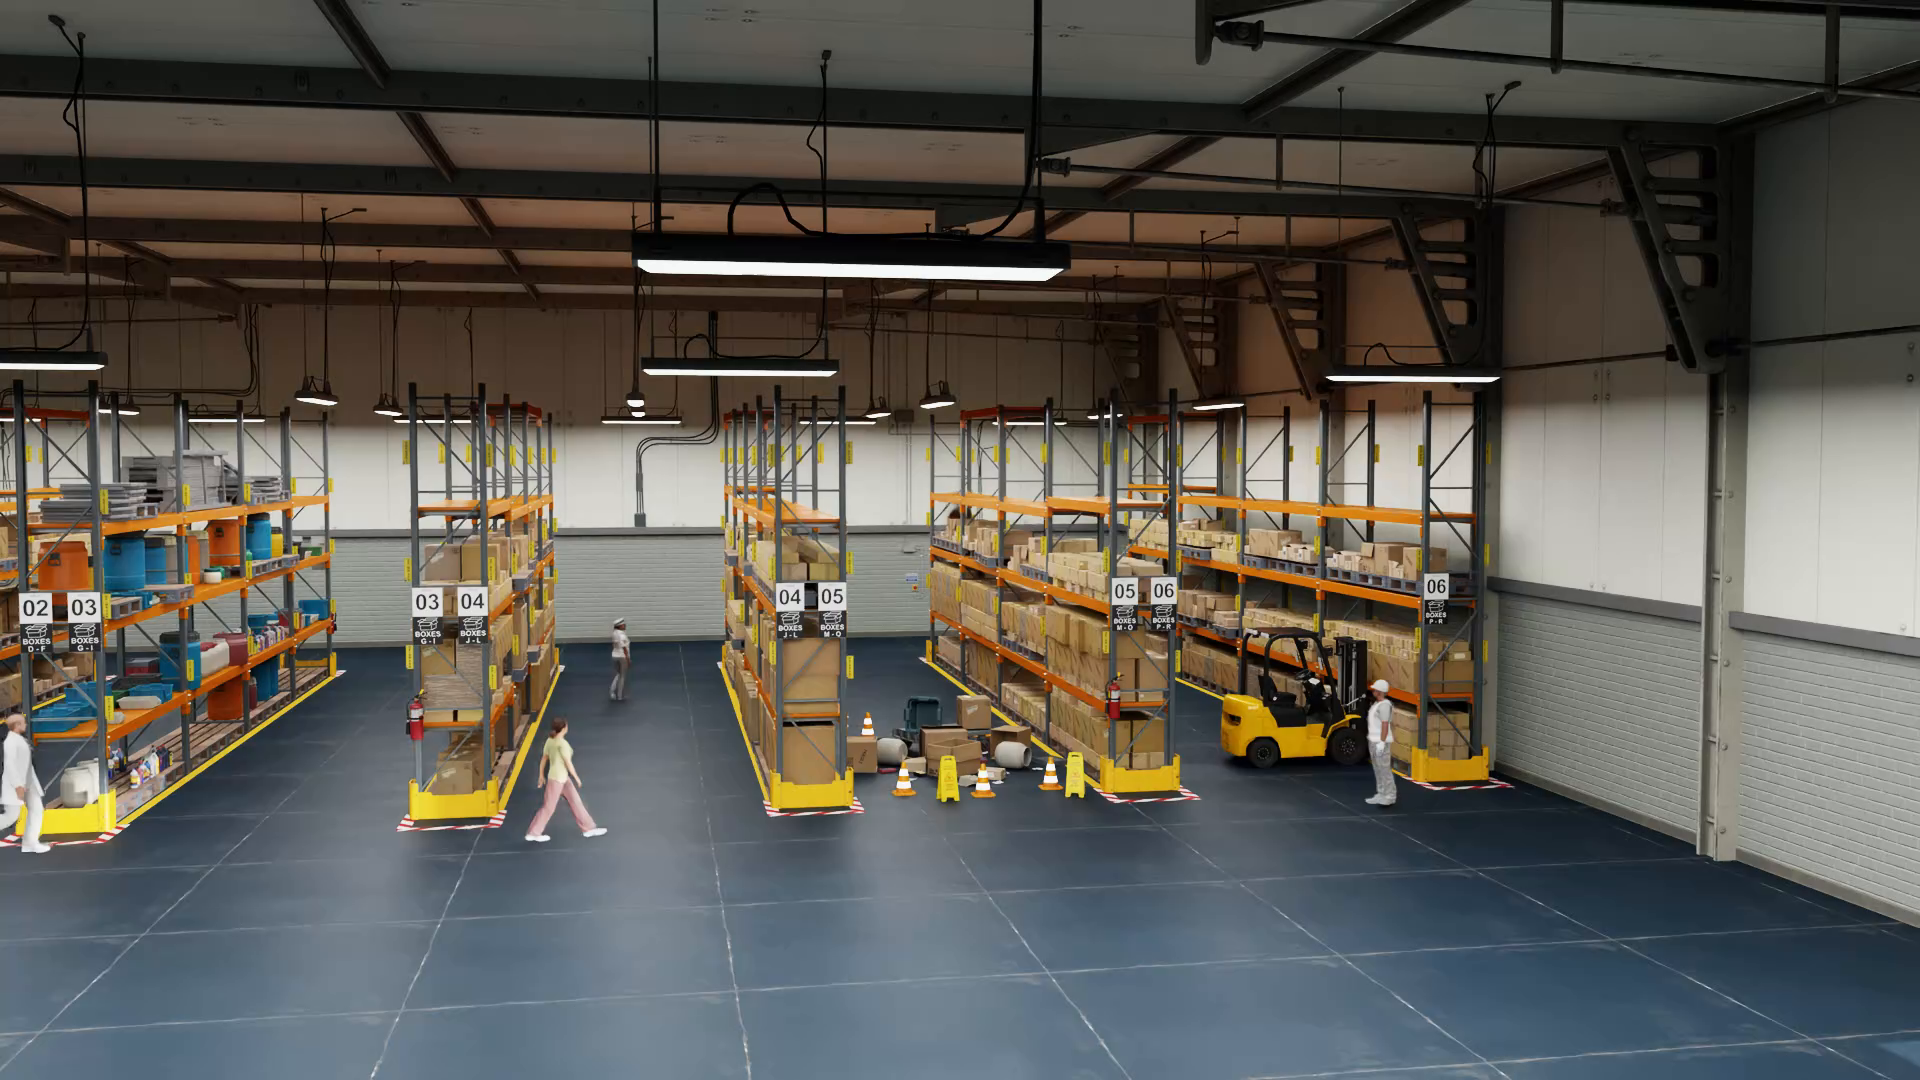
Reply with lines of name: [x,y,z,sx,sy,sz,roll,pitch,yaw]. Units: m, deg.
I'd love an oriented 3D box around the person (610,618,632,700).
person: [-6.917,2.425,33.952,0.465,1.693,0.447,2,3,32]

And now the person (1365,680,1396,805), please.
person: [6.039,2.902,23.815,0.416,1.801,0.605,0,3,-6]

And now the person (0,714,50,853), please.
person: [-11.882,3.056,20.862,0.877,1.741,0.531,1,3,14]

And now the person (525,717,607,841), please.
person: [-5.103,3.083,21.483,1.029,1.606,0.438,0,3,-9]
